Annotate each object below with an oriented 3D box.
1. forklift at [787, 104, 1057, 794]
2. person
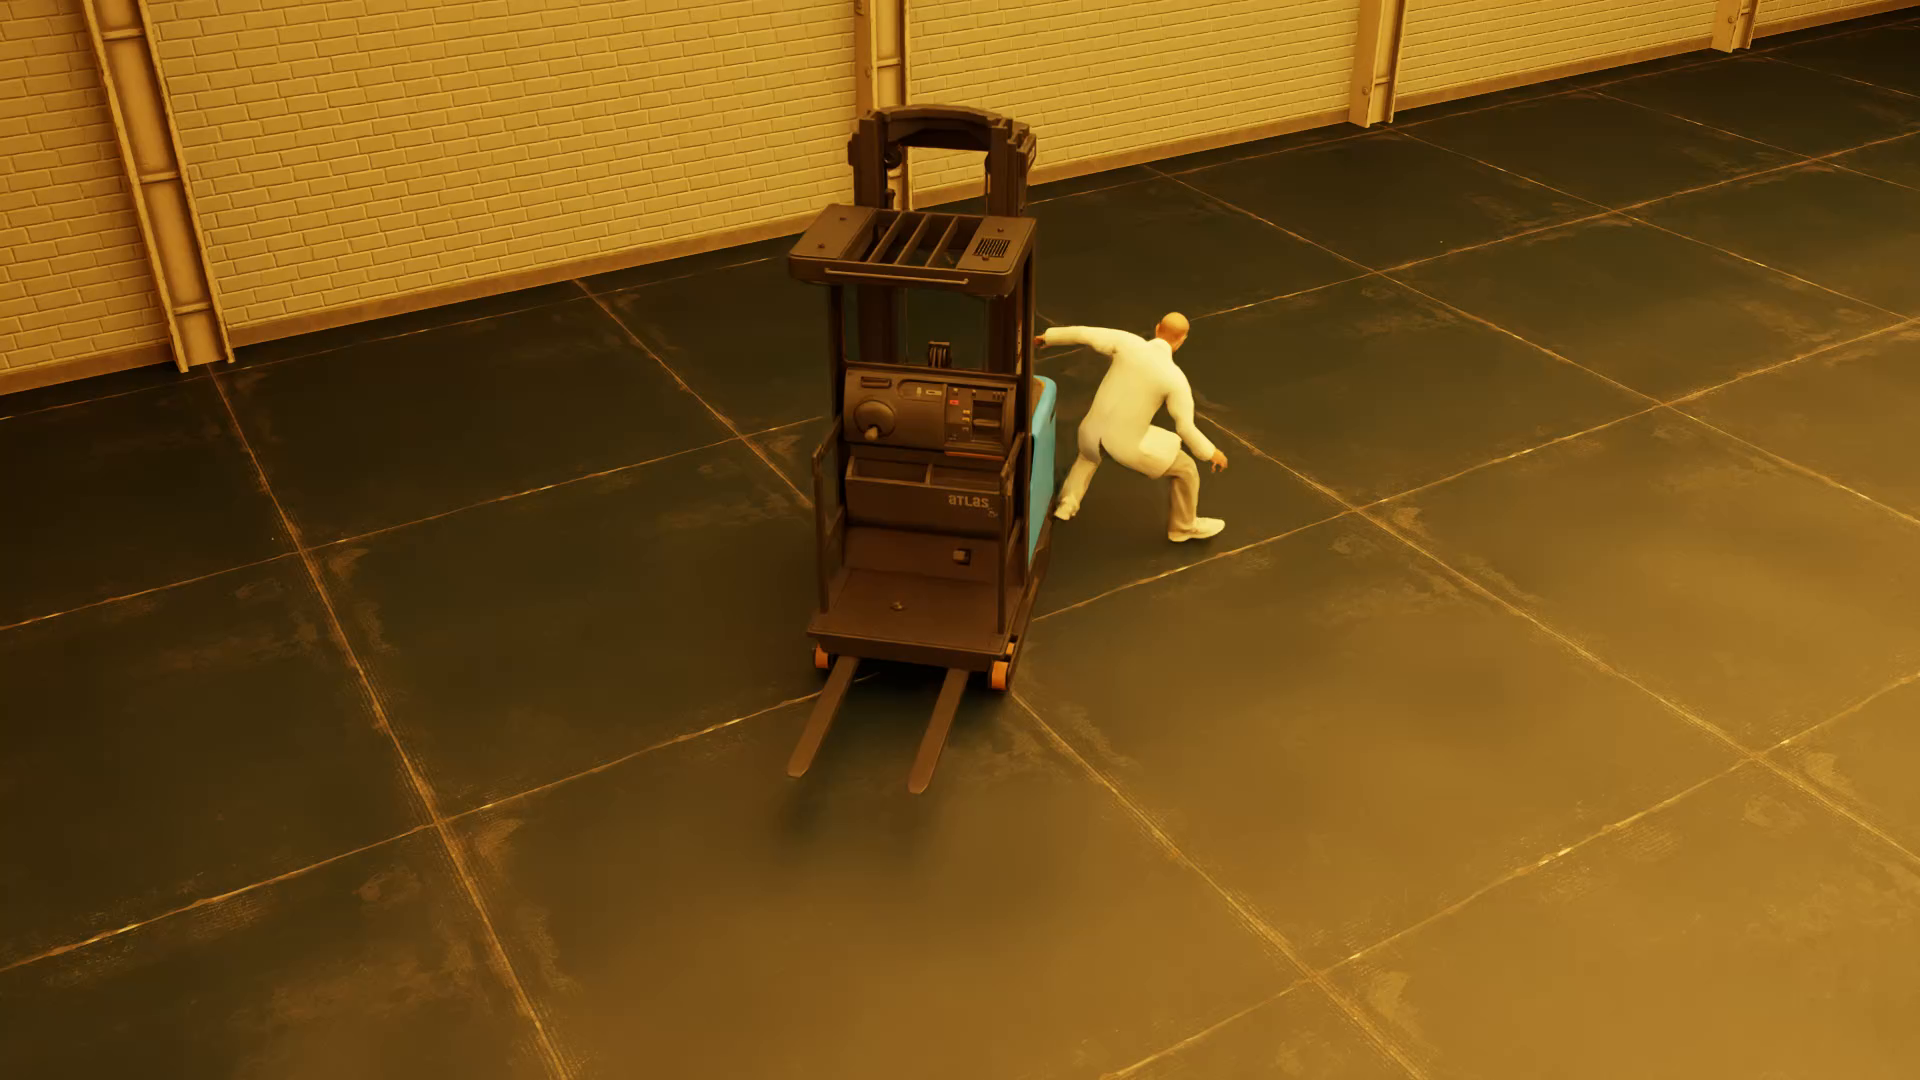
[{"bbox_3d":[-0.206,-0.639,8.713,1.130,2.935,3.031,6,31,10],"label":"forklift"},{"bbox_3d":[0.985,-0.689,10.209,1.231,1.511,0.787,26,40,36],"label":"person"}]
